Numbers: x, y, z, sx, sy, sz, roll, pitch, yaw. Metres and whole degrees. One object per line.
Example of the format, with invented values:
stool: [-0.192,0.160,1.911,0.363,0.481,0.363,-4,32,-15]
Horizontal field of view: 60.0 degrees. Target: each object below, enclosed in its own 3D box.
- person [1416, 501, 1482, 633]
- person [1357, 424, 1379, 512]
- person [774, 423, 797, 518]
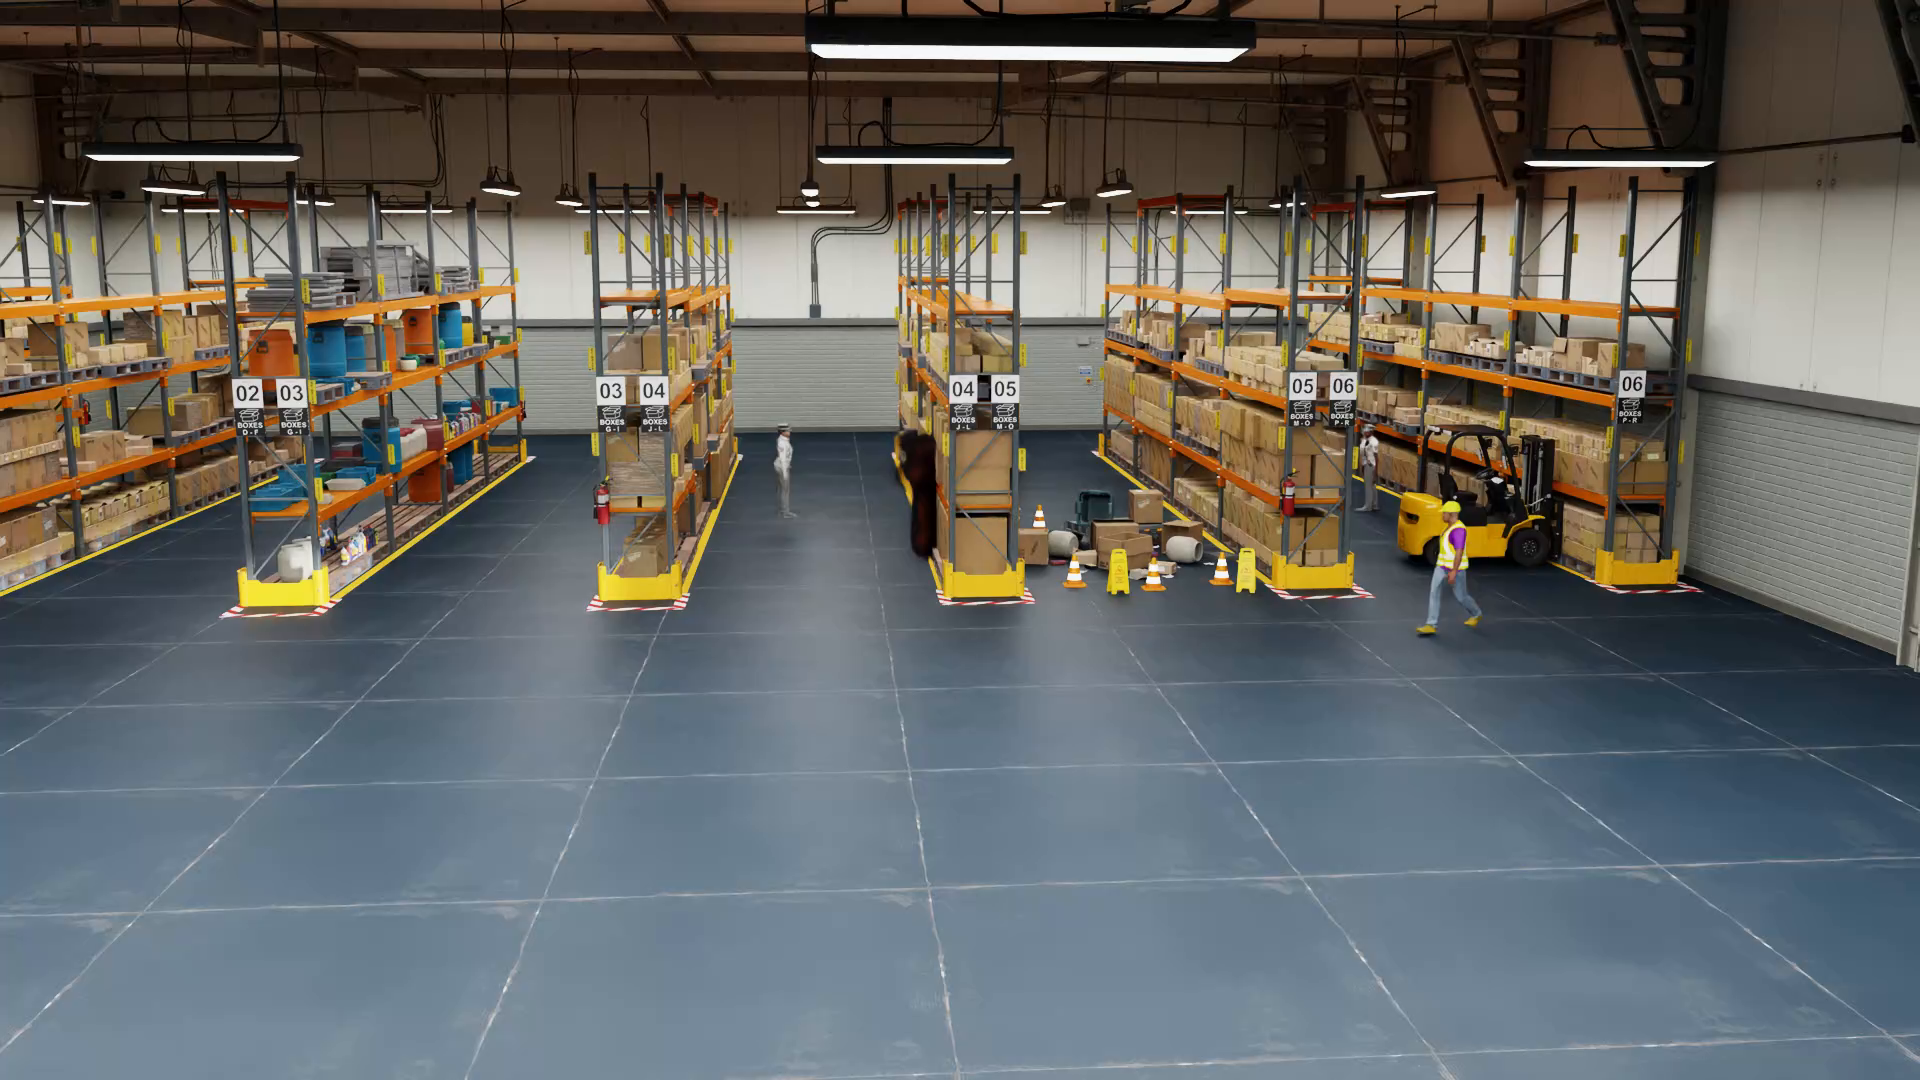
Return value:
person: [6.447,0.357,21.689,1.000,1.737,0.493,-7,12,-35]
person: [7.827,-1.392,31.821,0.425,1.672,0.473,1,10,8]
person: [-3.060,-1.223,29.100,0.378,1.669,0.532,-2,10,-11]
